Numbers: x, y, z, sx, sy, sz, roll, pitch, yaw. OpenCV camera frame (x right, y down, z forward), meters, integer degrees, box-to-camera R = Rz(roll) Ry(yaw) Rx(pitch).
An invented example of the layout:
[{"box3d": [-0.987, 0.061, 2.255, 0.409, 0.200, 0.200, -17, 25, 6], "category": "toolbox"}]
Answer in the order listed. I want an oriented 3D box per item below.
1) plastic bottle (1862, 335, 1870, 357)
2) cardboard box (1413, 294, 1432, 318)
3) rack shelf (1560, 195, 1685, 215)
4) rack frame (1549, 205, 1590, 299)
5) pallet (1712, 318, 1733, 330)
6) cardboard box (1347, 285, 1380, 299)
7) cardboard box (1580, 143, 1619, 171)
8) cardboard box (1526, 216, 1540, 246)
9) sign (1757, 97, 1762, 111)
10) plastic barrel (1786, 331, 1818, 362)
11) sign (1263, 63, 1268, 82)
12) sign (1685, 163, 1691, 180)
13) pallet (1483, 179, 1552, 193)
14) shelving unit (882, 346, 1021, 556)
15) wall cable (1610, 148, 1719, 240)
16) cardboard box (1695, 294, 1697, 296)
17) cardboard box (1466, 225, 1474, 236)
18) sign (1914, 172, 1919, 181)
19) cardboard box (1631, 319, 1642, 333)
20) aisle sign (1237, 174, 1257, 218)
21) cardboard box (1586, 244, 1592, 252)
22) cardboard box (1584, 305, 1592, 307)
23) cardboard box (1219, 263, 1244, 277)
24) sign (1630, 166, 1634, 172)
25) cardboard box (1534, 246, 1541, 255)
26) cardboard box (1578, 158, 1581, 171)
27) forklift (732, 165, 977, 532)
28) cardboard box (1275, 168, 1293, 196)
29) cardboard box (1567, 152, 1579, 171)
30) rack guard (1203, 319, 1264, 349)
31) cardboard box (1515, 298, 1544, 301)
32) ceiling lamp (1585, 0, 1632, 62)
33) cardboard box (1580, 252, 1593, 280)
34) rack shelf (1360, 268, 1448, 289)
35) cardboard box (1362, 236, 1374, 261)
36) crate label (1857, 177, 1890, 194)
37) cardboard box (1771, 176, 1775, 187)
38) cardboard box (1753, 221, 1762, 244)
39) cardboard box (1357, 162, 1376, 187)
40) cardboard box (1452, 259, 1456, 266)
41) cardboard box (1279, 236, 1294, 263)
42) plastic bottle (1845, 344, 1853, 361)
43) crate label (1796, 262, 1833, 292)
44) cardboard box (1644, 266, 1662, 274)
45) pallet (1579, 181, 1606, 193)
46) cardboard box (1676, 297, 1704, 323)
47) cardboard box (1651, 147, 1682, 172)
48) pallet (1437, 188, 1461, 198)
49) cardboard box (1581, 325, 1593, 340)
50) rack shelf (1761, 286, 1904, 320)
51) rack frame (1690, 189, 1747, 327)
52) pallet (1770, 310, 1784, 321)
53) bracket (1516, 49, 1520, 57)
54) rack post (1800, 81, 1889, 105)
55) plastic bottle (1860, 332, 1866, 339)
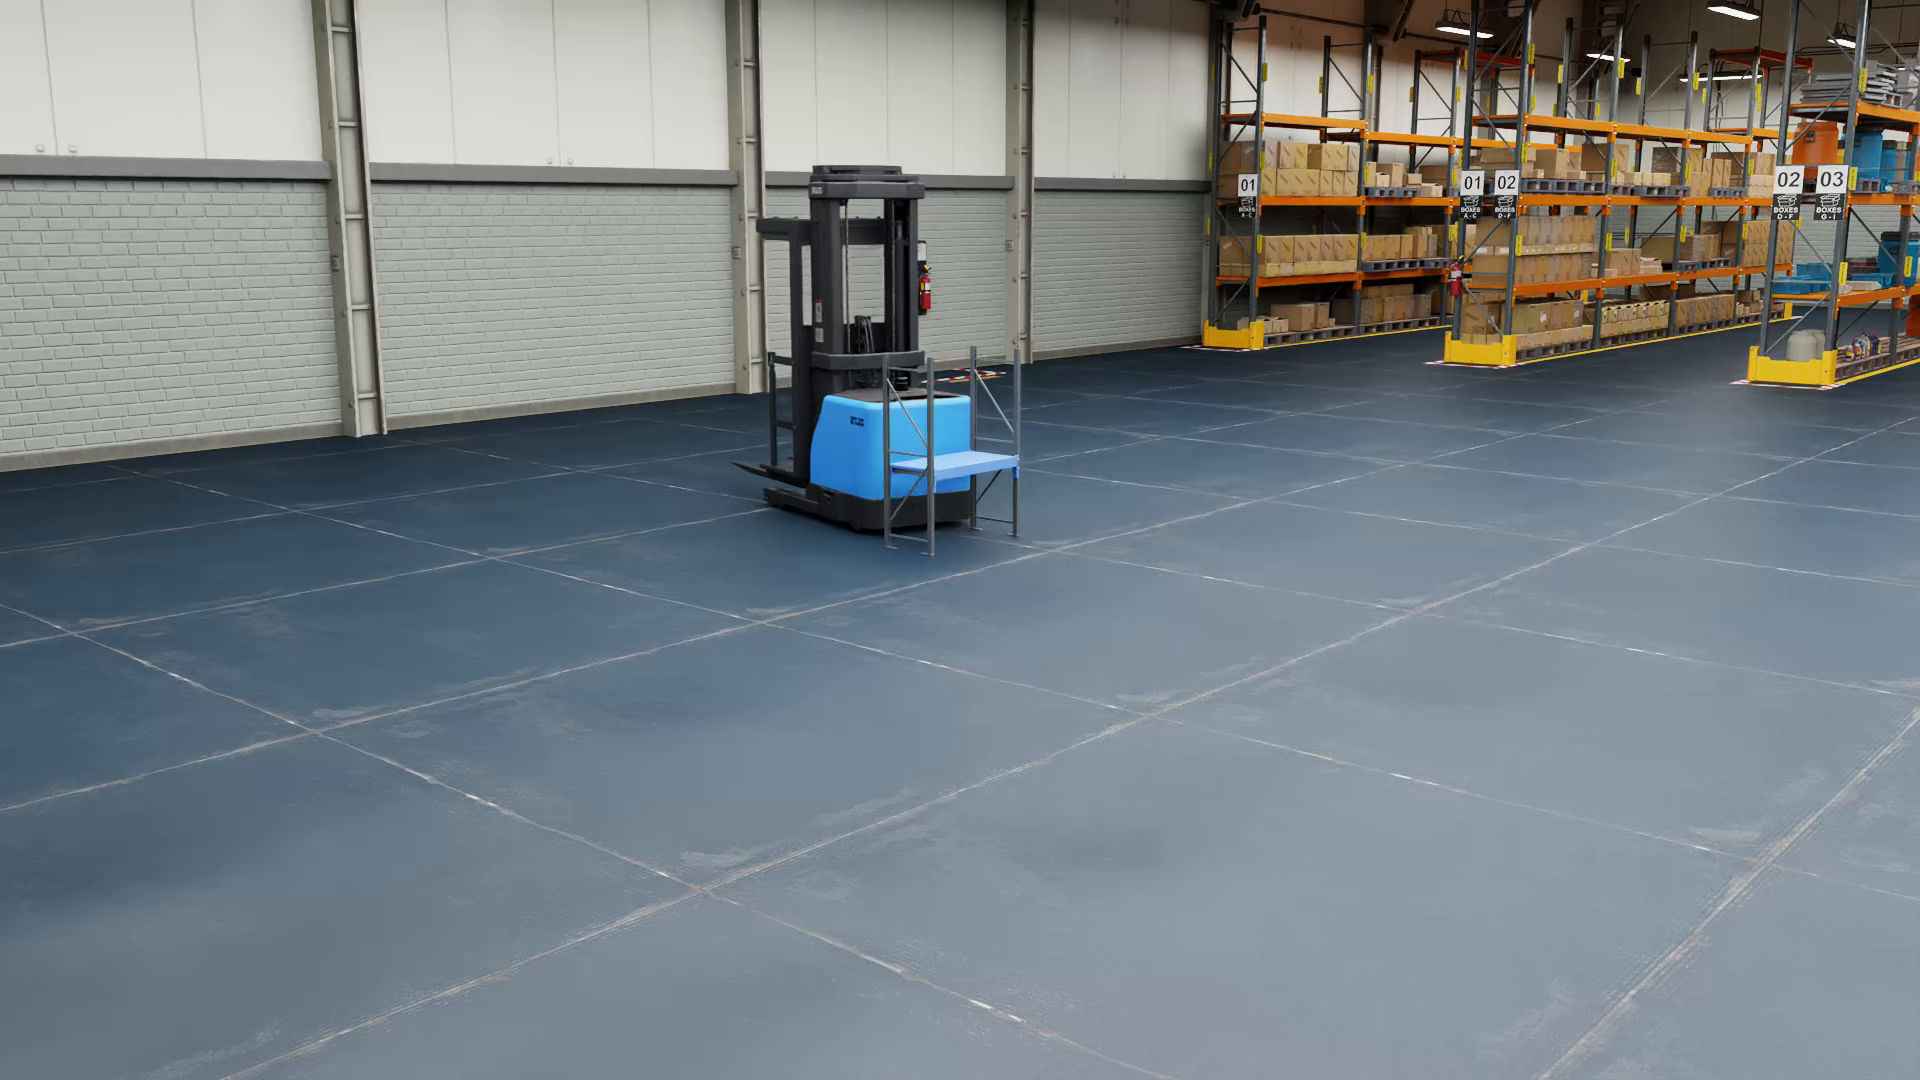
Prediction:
[{"box3d": [14.673, -3.153, 26.977, 0.144, 0.351, 0.185, 10, 15, 40], "category": "plastic bottle"}, {"box3d": [9.984, -5.190, 36.798, 0.700, 0.500, 0.500, 10, 15, 41], "category": "cardboard box"}, {"box3d": [12.824, -6.497, 32.260, 1.077, 0.370, 4.000, 10, 15, 40], "category": "rack shelf"}, {"box3d": [15.701, -7.490, 43.053, 1.000, 3.000, 0.127, 10, 15, 40], "category": "rack frame"}, {"box3d": [16.276, -4.770, 36.552, 1.003, 0.211, 1.213, 10, 15, 40], "category": "pallet"}, {"box3d": [8.541, -5.258, 35.222, 0.500, 0.250, 0.500, 9, 15, 39], "category": "cardboard box"}, {"box3d": [11.940, -7.141, 31.045, 0.500, 0.500, 0.500, 10, 15, 41], "category": "cardboard box"}, {"box3d": [9.559, -5.334, 28.692, 0.700, 0.500, 0.500, 9, 15, 39], "category": "cardboard box"}, {"box3d": [19.017, -10.359, 39.514, 0.100, 0.325, 0.005, 10, 15, 40], "category": "sign"}, {"box3d": [12.958, -2.948, 25.591, 0.421, 0.512, 0.421, 0, 11, 0], "category": "plastic barrel"}, {"box3d": [5.547, -8.505, 30.229, 0.100, 0.325, 0.005, 10, 15, 40], "category": "sign"}, {"box3d": [14.555, -7.363, 33.239, 0.100, 0.325, 0.005, 10, 15, 40], "category": "sign"}, {"box3d": [9.349, -6.024, 28.282, 1.003, 0.211, 1.213, 10, 15, 40], "category": "pallet"}, {"box3d": [-0.056, -0.723, 13.001, 0.538, 1.500, 1.048, 10, 15, 40], "category": "shelving unit"}, {"box3d": [19.703, -9.695, 46.705, 3.097, 2.526, 0.112, 10, 15, 40], "category": "wall cable"}, {"box3d": [15.938, -5.132, 36.506, 0.500, 0.500, 0.500, 10, 15, 41], "category": "cardboard box"}, {"box3d": [11.268, -6.998, 37.610, 0.500, 0.250, 0.500, 9, 15, 40], "category": "cardboard box"}, {"box3d": [15.628, -5.846, 27.142, 0.100, 0.325, 0.005, 10, 15, 40], "category": "sign"}, {"box3d": [12.971, -4.196, 32.508, 0.500, 0.250, 0.500, 10, 15, 41], "category": "cardboard box"}, {"box3d": [5.317, -6.361, 30.766, 0.394, 0.787, 0.004, 10, 15, 40], "category": "aisle sign"}, {"box3d": [11.320, -5.348, 30.417, 0.380, 0.149, 0.250, 9, 15, 39], "category": "cardboard box"}, {"box3d": [11.894, -4.391, 32.054, 0.500, 0.311, 0.500, 10, 15, 42], "category": "cardboard box"}, {"box3d": [5.302, -5.166, 31.750, 0.500, 0.250, 0.500, 10, 15, 41], "category": "cardboard box"}, {"box3d": [13.738, -7.468, 33.965, 0.100, 0.325, 0.005, 10, 15, 40], "category": "sign"}, {"box3d": [9.790, -5.006, 28.703, 0.380, 0.149, 0.250, 9, 15, 39], "category": "cardboard box"}, {"box3d": [15.423, -9.367, 41.934, 0.500, 0.500, 0.500, 10, 15, 40], "category": "cardboard box"}, {"box3d": [-1.077, -1.747, 14.476, 1.130, 2.935, 3.031, -7, 13, -32], "category": "forklift"}, {"box3d": [5.929, -6.757, 31.419, 0.500, 0.500, 0.500, -11, 16, -44], "category": "cardboard box"}, {"box3d": [10.973, -6.839, 30.451, 0.500, 0.500, 0.500, -11, 15, -43], "category": "cardboard box"}, {"box3d": [5.190, -3.921, 31.568, 1.175, 0.500, 0.348, 10, 15, 40], "category": "rack guard"}, {"box3d": [10.302, -4.135, 30.289, 0.500, 0.500, 0.500, 10, 15, 40], "category": "cardboard box"}, {"box3d": [14.618, -12.220, 36.516, 0.800, 3.185, 2.000, 10, 15, 40], "category": "ceiling lamp"}, {"box3d": [11.215, -5.068, 30.669, 0.700, 0.500, 0.500, 9, 15, 39], "category": "cardboard box"}, {"box3d": [9.100, -5.666, 35.758, 1.077, 0.370, 4.000, 10, 15, 40], "category": "rack shelf"}, {"box3d": [8.141, -6.060, 34.514, 0.700, 0.500, 0.500, 10, 15, 41], "category": "cardboard box"}, {"box3d": [14.065, -5.486, 25.740, 0.502, 0.251, 0.408, 10, 15, 40], "category": "crate label"}, {"box3d": [18.289, -8.163, 37.871, 0.500, 0.250, 0.500, 10, 15, 40], "category": "cardboard box"}, {"box3d": [17.647, -6.910, 37.340, 0.500, 0.500, 0.500, 9, 15, 39], "category": "cardboard box"}, {"box3d": [8.201, -7.521, 34.220, 0.500, 0.500, 0.500, -9, 15, -39], "category": "cardboard box"}, {"box3d": [10.985, -6.254, 37.455, 0.380, 0.149, 0.250, 10, 15, 41], "category": "cardboard box"}, {"box3d": [6.014, -5.543, 31.721, 0.500, 0.500, 0.500, 10, 15, 41], "category": "cardboard box"}, {"box3d": [14.012, -2.959, 26.212, 0.097, 0.271, 0.097, 0, 11, 0], "category": "plastic bottle"}, {"box3d": [13.593, -4.178, 26.382, 0.502, 0.435, 0.616, 10, 15, 40], "category": "crate label"}, {"box3d": [13.758, -5.382, 33.140, 0.380, 0.149, 0.250, 10, 15, 40], "category": "cardboard box"}, {"box3d": [10.960, -6.383, 30.080, 1.003, 0.211, 1.213, 10, 15, 40], "category": "pallet"}, {"box3d": [15.335, -4.844, 35.064, 0.500, 0.500, 0.500, 10, 15, 40], "category": "cardboard box"}, {"box3d": [14.437, -7.747, 33.872, 0.500, 0.500, 0.500, 10, 15, 40], "category": "cardboard box"}, {"box3d": [10.805, -7.793, 37.394, 1.213, 0.211, 1.003, 11, 16, 43], "category": "pallet"}, {"box3d": [11.361, -3.846, 30.755, 0.500, 0.250, 0.500, 10, 15, 40], "category": "cardboard box"}, {"box3d": [13.902, -3.797, 26.398, 1.077, 0.370, 4.000, 10, 15, 40], "category": "rack shelf"}, {"box3d": [16.784, -6.262, 36.903, 1.000, 3.000, 0.127, 10, 15, 40], "category": "rack frame"}, {"box3d": [18.849, -5.354, 39.479, 1.003, 0.211, 1.213, 10, 15, 40], "category": "pallet"}, {"box3d": [13.414, -11.839, 40.318, 0.235, 0.232, 0.430, 10, 15, 40], "category": "bracket"}, {"box3d": [13.176, -6.647, 24.790, 0.954, 0.300, 0.937, -10, 15, -41], "category": "rack post"}, {"box3d": [14.905, -3.247, 27.449, 0.144, 0.351, 0.185, 10, 15, 40], "category": "plastic bottle"}]
